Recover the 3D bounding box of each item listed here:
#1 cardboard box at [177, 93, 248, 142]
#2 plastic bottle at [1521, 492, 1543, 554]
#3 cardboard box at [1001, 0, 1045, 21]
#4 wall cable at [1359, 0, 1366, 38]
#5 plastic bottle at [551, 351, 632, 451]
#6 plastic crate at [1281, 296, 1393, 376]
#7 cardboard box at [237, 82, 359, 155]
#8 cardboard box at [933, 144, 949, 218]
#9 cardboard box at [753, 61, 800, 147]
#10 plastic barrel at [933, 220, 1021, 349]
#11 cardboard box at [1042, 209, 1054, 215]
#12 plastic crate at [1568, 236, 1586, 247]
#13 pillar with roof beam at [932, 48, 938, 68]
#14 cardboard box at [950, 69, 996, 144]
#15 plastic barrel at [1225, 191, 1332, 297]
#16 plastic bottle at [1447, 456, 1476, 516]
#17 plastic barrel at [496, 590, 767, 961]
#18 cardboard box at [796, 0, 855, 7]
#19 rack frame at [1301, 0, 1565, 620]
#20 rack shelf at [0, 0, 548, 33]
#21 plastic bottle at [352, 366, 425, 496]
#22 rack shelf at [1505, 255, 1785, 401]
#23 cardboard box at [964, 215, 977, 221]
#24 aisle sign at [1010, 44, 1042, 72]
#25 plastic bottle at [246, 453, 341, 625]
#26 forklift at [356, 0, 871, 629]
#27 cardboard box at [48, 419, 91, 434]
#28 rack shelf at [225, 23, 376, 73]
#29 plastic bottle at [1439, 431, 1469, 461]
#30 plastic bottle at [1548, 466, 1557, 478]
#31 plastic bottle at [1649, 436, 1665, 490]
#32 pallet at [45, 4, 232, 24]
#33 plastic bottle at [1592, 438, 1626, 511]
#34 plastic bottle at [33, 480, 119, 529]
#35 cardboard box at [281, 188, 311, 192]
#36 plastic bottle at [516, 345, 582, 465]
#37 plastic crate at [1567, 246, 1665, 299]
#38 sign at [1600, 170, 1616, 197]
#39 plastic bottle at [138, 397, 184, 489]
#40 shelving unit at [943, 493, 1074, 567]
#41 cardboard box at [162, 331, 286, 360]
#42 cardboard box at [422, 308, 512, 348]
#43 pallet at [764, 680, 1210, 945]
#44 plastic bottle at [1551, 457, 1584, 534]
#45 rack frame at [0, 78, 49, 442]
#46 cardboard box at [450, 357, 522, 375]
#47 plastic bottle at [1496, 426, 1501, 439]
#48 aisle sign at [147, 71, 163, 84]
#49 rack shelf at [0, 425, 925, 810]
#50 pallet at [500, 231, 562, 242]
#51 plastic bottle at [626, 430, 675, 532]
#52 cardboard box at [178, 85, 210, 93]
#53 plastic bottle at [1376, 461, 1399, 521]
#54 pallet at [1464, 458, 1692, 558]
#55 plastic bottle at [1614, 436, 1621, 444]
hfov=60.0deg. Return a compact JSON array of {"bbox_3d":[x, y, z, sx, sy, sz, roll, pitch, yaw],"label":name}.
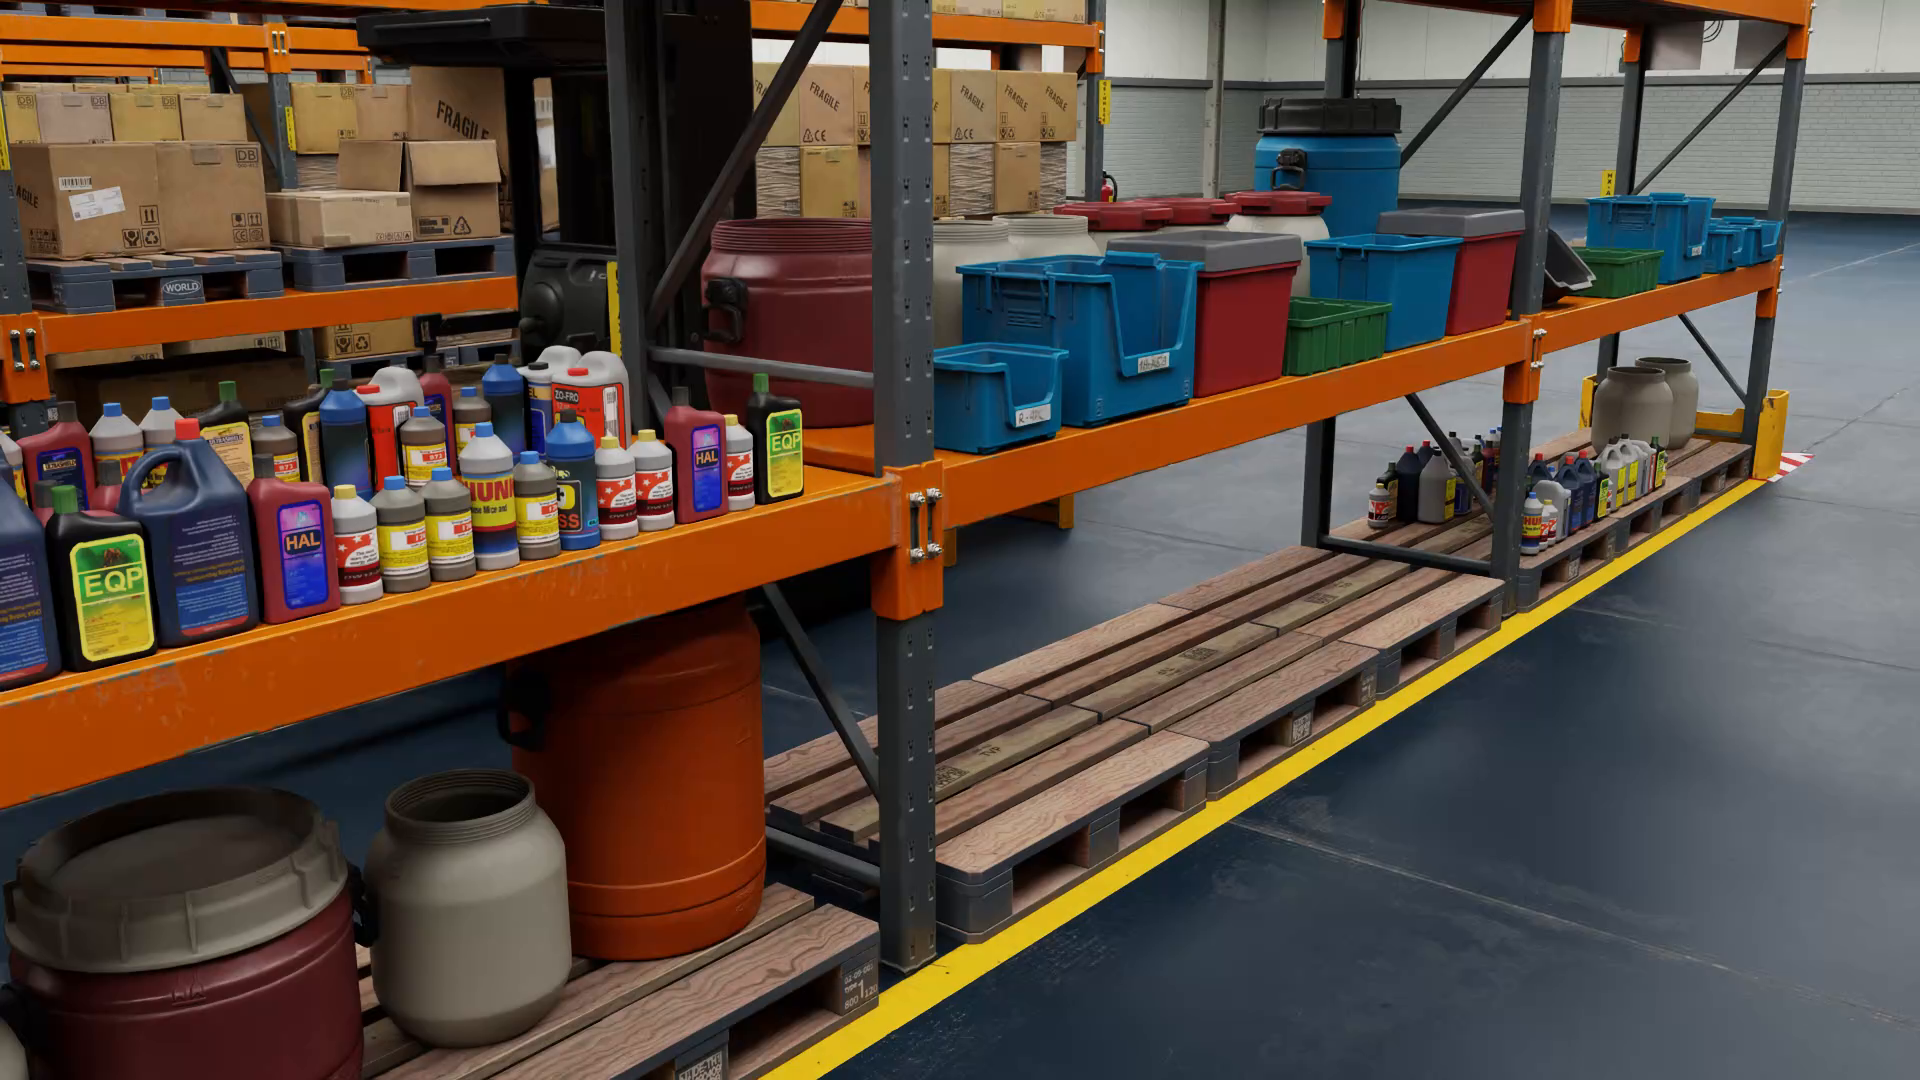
[{"bbox_3d":[-5.927,-3.185,12.835,0.700,0.500,0.500,11,18,37],"label":"cardboard box"},{"bbox_3d":[2.568,-0.079,7.488,0.097,0.271,0.097,0,14,0],"label":"plastic bottle"},{"bbox_3d":[0.272,-3.881,12.019,0.500,0.250,0.500,11,18,38],"label":"cardboard box"},{"bbox_3d":[11.818,-14.571,43.753,3.097,2.526,0.112,11,18,38],"label":"wall cable"},{"bbox_3d":[-0.892,-0.312,4.011,0.152,0.276,0.135,11,18,38],"label":"plastic bottle"},{"bbox_3d":[1.152,-0.715,5.775,0.450,0.188,0.662,11,18,38],"label":"plastic crate"},{"bbox_3d":[-5.361,-3.409,13.454,0.875,0.550,0.550,11,18,38],"label":"cardboard box"},{"bbox_3d":[-0.571,-2.521,11.649,0.875,0.500,0.500,11,18,38],"label":"cardboard box"},{"bbox_3d":[-1.345,-2.685,10.263,0.500,0.500,0.500,11,18,38],"label":"cardboard box"},{"bbox_3d":[-0.007,-0.713,5.110,0.421,0.512,0.421,0,14,0],"label":"plastic barrel"},{"bbox_3d":[0.512,-2.471,12.768,0.380,0.149,0.250,11,18,38],"label":"cardboard box"},{"bbox_3d":[3.728,-1.711,9.803,0.298,0.136,0.250,11,18,38],"label":"plastic crate"},{"bbox_3d":[2.640,-10.723,32.556,9.100,9.000,0.400,11,18,38],"label":"pillar with roof beam"},{"bbox_3d":[-0.091,-3.069,11.773,0.500,0.500,0.500,11,18,38],"label":"cardboard box"},{"bbox_3d":[1.255,-1.111,6.629,0.433,0.535,0.433,0,14,0],"label":"plastic barrel"},{"bbox_3d":[2.459,-0.274,8.249,0.152,0.276,0.135,11,18,38],"label":"plastic bottle"},{"bbox_3d":[-0.781,0.516,4.054,0.600,0.830,0.708,11,18,38],"label":"plastic barrel"},{"bbox_3d":[-1.015,-3.491,10.485,0.500,0.250,0.500,11,18,37],"label":"cardboard box"},{"bbox_3d":[2.027,-1.195,7.233,1.000,3.000,0.127,11,18,38],"label":"rack frame"},{"bbox_3d":[-3.082,-2.683,8.462,1.077,0.370,4.000,11,18,38],"label":"rack shelf"},{"bbox_3d":[-1.301,-0.247,3.755,0.152,0.276,0.135,11,18,38],"label":"plastic bottle"},{"bbox_3d":[3.284,-1.229,8.830,1.077,0.370,4.000,11,18,38],"label":"rack shelf"},{"bbox_3d":[-0.103,-2.277,12.004,0.380,0.149,0.250,11,18,38],"label":"cardboard box"},{"bbox_3d":[0.494,-4.045,13.175,0.394,0.787,0.004,11,18,38],"label":"aisle sign"},{"bbox_3d":[-1.128,-0.010,2.806,0.061,0.283,0.133,11,18,38],"label":"plastic bottle"},{"bbox_3d":[-1.585,-0.977,6.517,1.130,2.935,3.031,12,18,39],"label":"forklift"},{"bbox_3d":[-3.934,-0.328,8.006,0.700,0.500,0.500,10,17,35],"label":"cardboard box"},{"bbox_3d":[-4.363,-4.236,14.575,1.077,0.370,4.000,11,18,38],"label":"rack shelf"},{"bbox_3d":[2.531,-0.391,8.555,0.144,0.351,0.185,11,18,37],"label":"plastic bottle"},{"bbox_3d":[2.854,-0.222,8.054,0.097,0.271,0.097,0,14,0],"label":"plastic bottle"},{"bbox_3d":[3.669,-0.413,8.778,0.061,0.283,0.133,12,18,39],"label":"plastic bottle"},{"bbox_3d":[-6.158,-3.926,12.281,0.805,0.209,1.217,10,18,35],"label":"pallet"},{"bbox_3d":[3.243,-0.332,8.324,0.144,0.351,0.185,11,18,37],"label":"plastic bottle"},{"bbox_3d":[-1.375,0.042,2.603,0.061,0.283,0.133,11,18,38],"label":"plastic bottle"},{"bbox_3d":[-3.501,-1.695,8.622,0.396,0.266,0.258,11,18,36],"label":"cardboard box"},{"bbox_3d":[-1.010,-0.336,4.104,0.152,0.276,0.135,11,18,38],"label":"plastic bottle"},{"bbox_3d":[3.100,-1.308,8.111,0.450,0.188,0.662,11,18,38],"label":"plastic crate"},{"bbox_3d":[4.116,-2.181,10.553,0.100,0.325,0.005,11,18,38],"label":"sign"},{"bbox_3d":[-1.624,-0.157,3.410,0.097,0.271,0.097,0,14,0],"label":"plastic bottle"},{"bbox_3d":[0.048,-0.742,8.496,0.587,1.500,1.083,11,18,38],"label":"shelving unit"},{"bbox_3d":[-5.940,-1.728,13.051,1.050,0.750,0.750,11,18,37],"label":"cardboard box"},{"bbox_3d":[-4.606,-2.205,14.671,0.875,0.875,0.875,11,18,38],"label":"cardboard box"},{"bbox_3d":[0.030,0.781,5.122,1.003,0.211,1.213,11,18,38],"label":"pallet"},{"bbox_3d":[2.857,-0.214,7.861,0.144,0.351,0.185,12,18,39],"label":"plastic bottle"},{"bbox_3d":[-4.339,-1.195,7.235,1.000,3.000,0.127,11,18,38],"label":"rack frame"},{"bbox_3d":[-2.542,-0.760,9.706,0.700,0.500,0.500,11,18,37],"label":"cardboard box"},{"bbox_3d":[2.944,-0.487,9.095,0.097,0.271,0.097,0,14,0],"label":"plastic bottle"},{"bbox_3d":[-10.613,-6.255,21.874,0.394,0.787,0.004,11,18,38],"label":"aisle sign"},{"bbox_3d":[-1.744,0.303,2.799,1.077,0.370,4.000,11,18,38],"label":"rack shelf"},{"bbox_3d":[-2.419,-1.744,9.787,1.003,0.211,1.213,11,18,38],"label":"pallet"},{"bbox_3d":[-0.641,-0.125,3.428,0.097,0.201,0.097,0,14,0],"label":"plastic bottle"},{"bbox_3d":[-8.157,-4.523,17.497,0.700,0.500,0.500,11,18,37],"label":"cardboard box"},{"bbox_3d":[2.073,-0.235,8.077,0.061,0.283,0.133,12,19,40],"label":"plastic bottle"},{"bbox_3d":[3.248,-0.200,8.981,1.003,0.211,1.213,11,18,38],"label":"pallet"},{"bbox_3d":[3.465,-0.410,8.769,0.061,0.283,0.133,11,18,38],"label":"plastic bottle"}]
